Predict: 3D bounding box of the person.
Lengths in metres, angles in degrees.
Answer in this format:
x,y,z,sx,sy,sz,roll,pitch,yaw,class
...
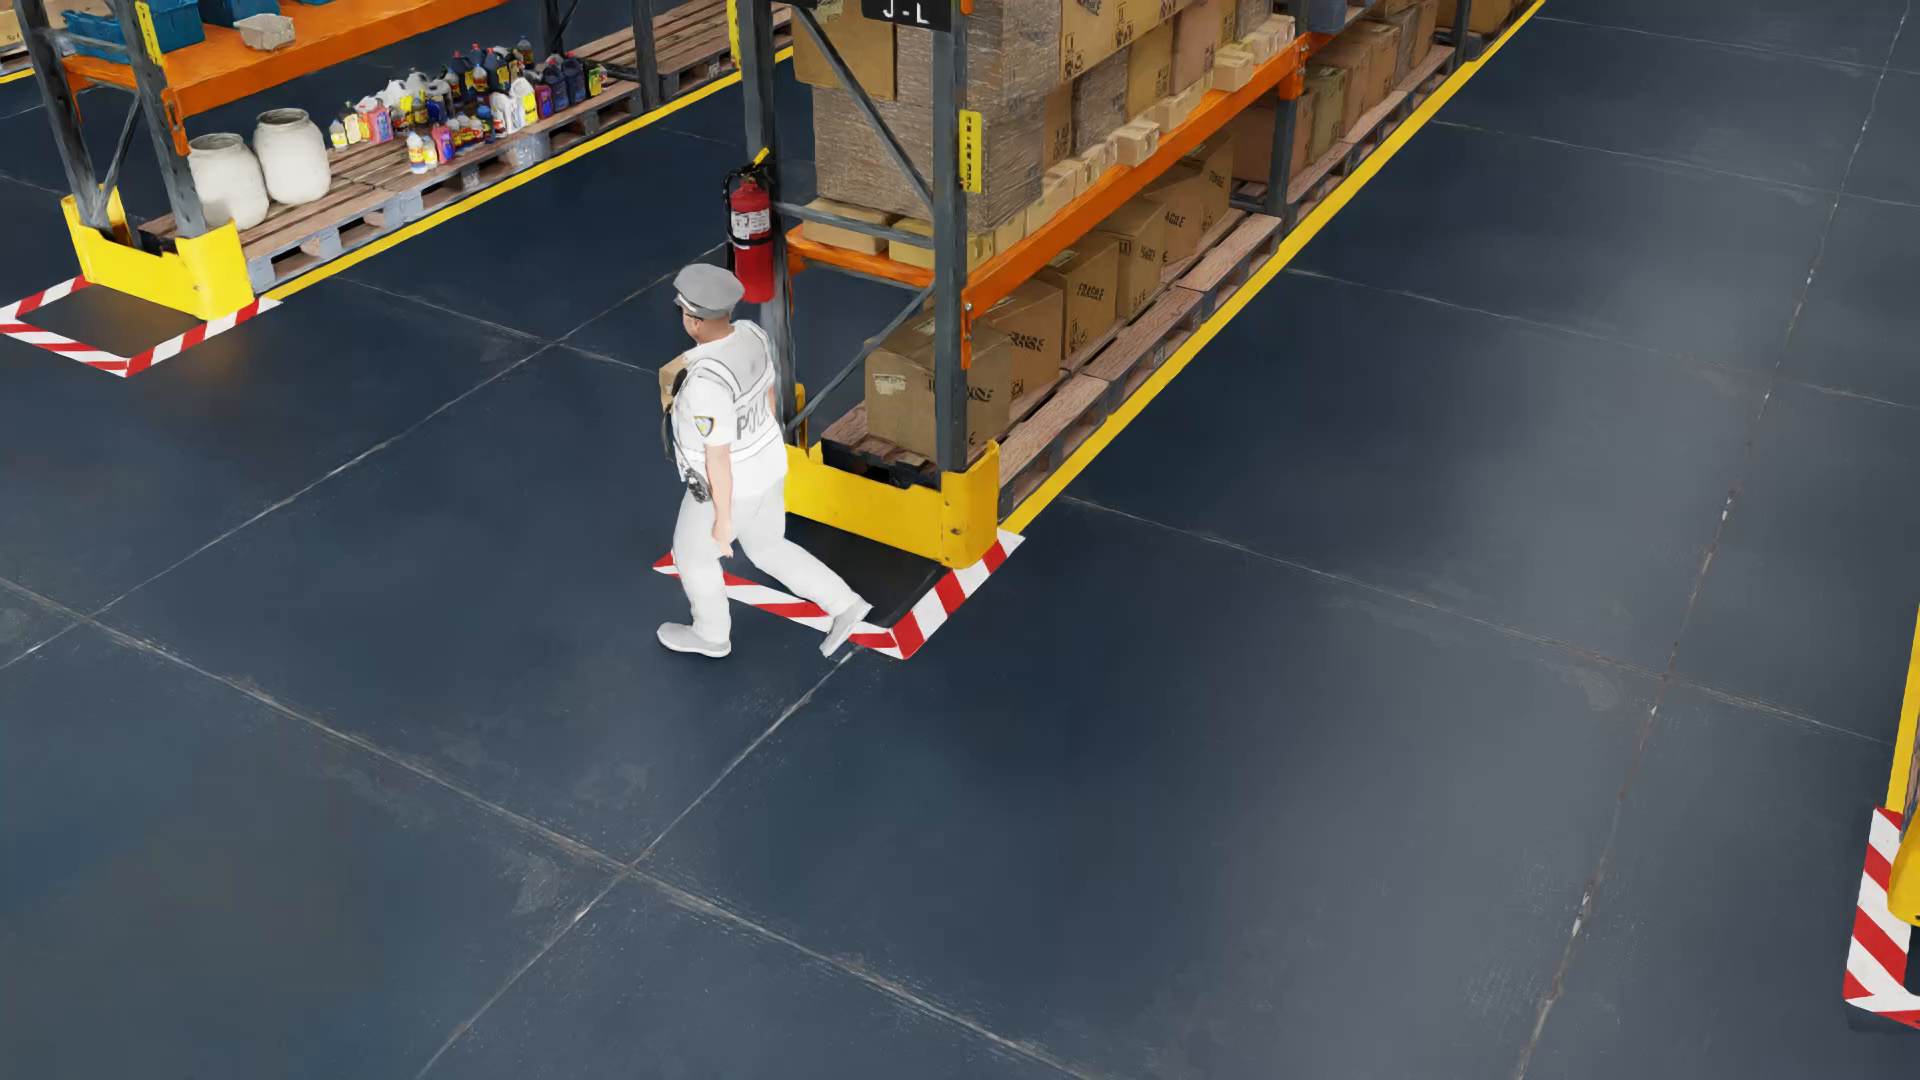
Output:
x,y,z,sx,sy,sz,roll,pitch,yaw,class
-0.816,-0.252,6.489,0.912,1.725,0.573,13,36,19,person
